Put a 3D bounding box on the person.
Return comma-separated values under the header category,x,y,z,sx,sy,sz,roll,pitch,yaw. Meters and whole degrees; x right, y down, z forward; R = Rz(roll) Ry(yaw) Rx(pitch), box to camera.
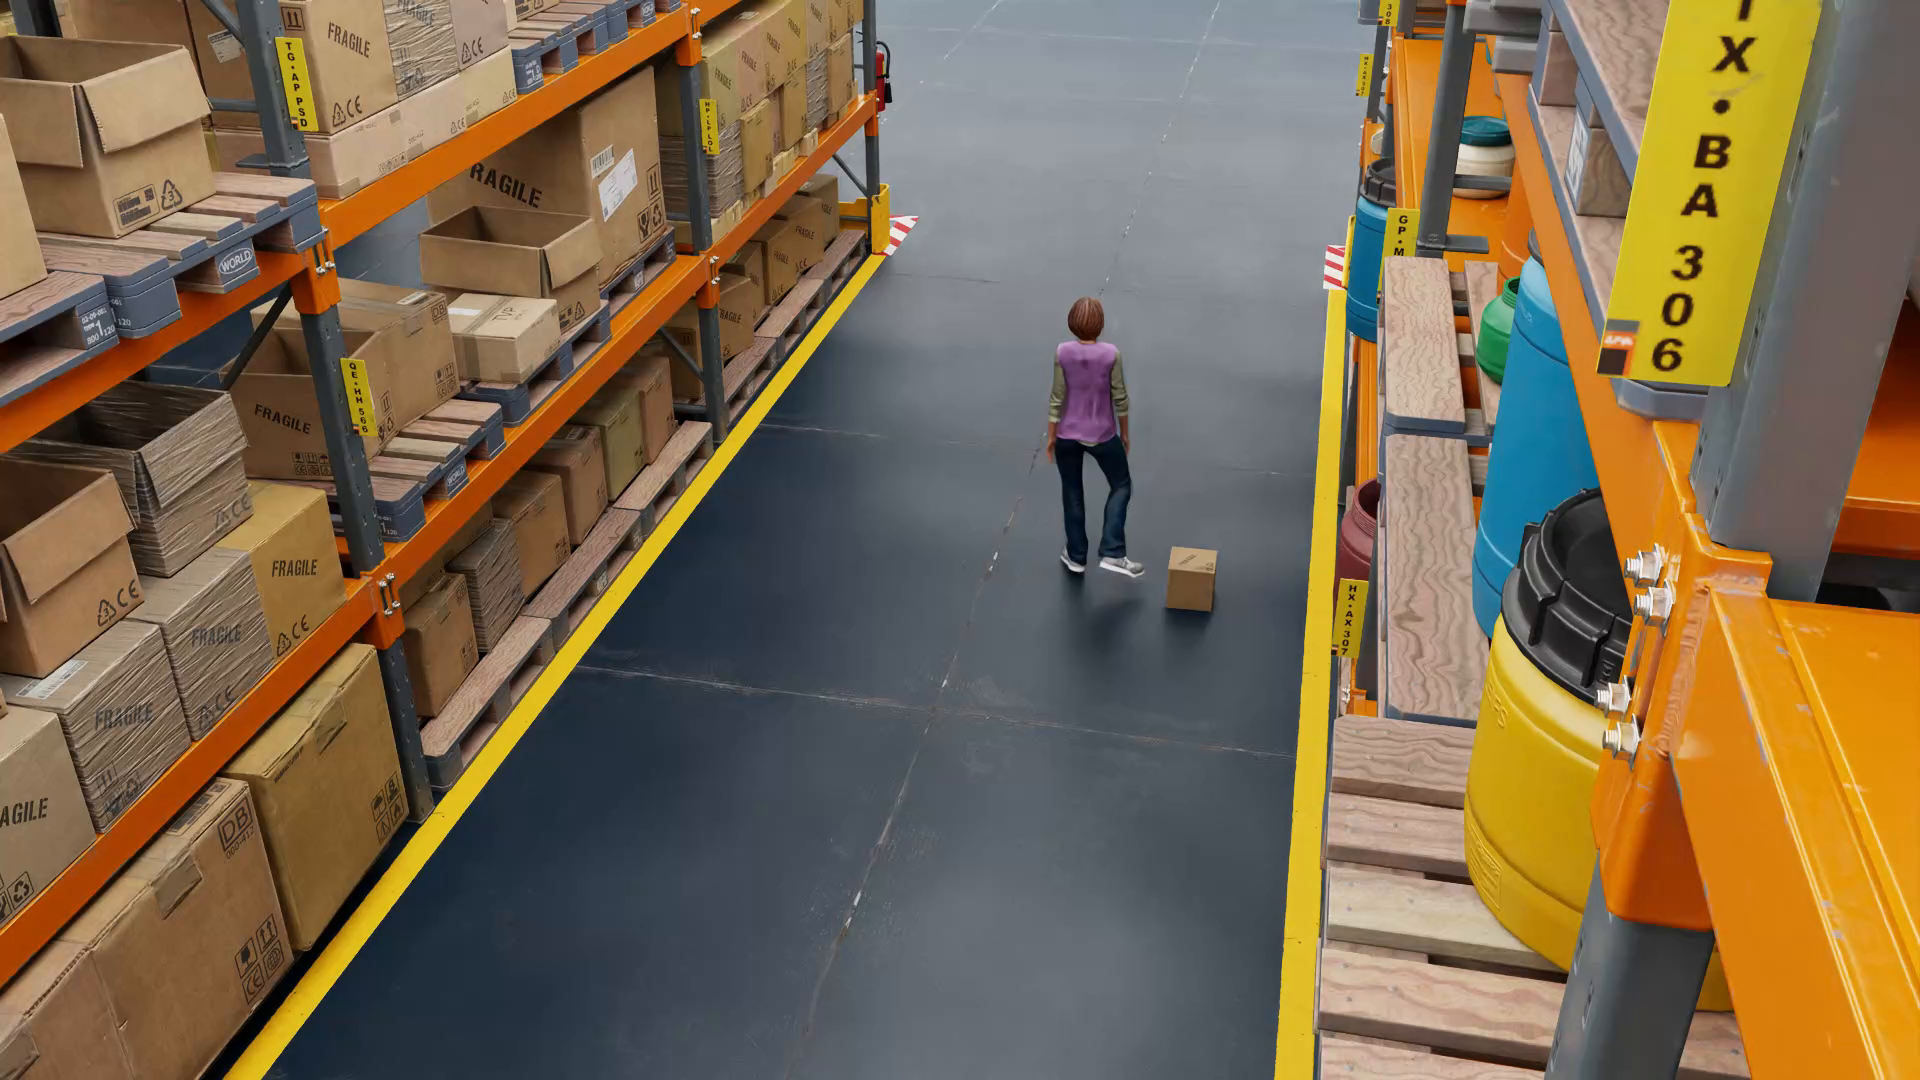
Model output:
category,x,y,z,sx,sy,sz,roll,pitch,yaw
person,0.759,-0.526,9.063,0.584,1.588,0.471,6,30,10
